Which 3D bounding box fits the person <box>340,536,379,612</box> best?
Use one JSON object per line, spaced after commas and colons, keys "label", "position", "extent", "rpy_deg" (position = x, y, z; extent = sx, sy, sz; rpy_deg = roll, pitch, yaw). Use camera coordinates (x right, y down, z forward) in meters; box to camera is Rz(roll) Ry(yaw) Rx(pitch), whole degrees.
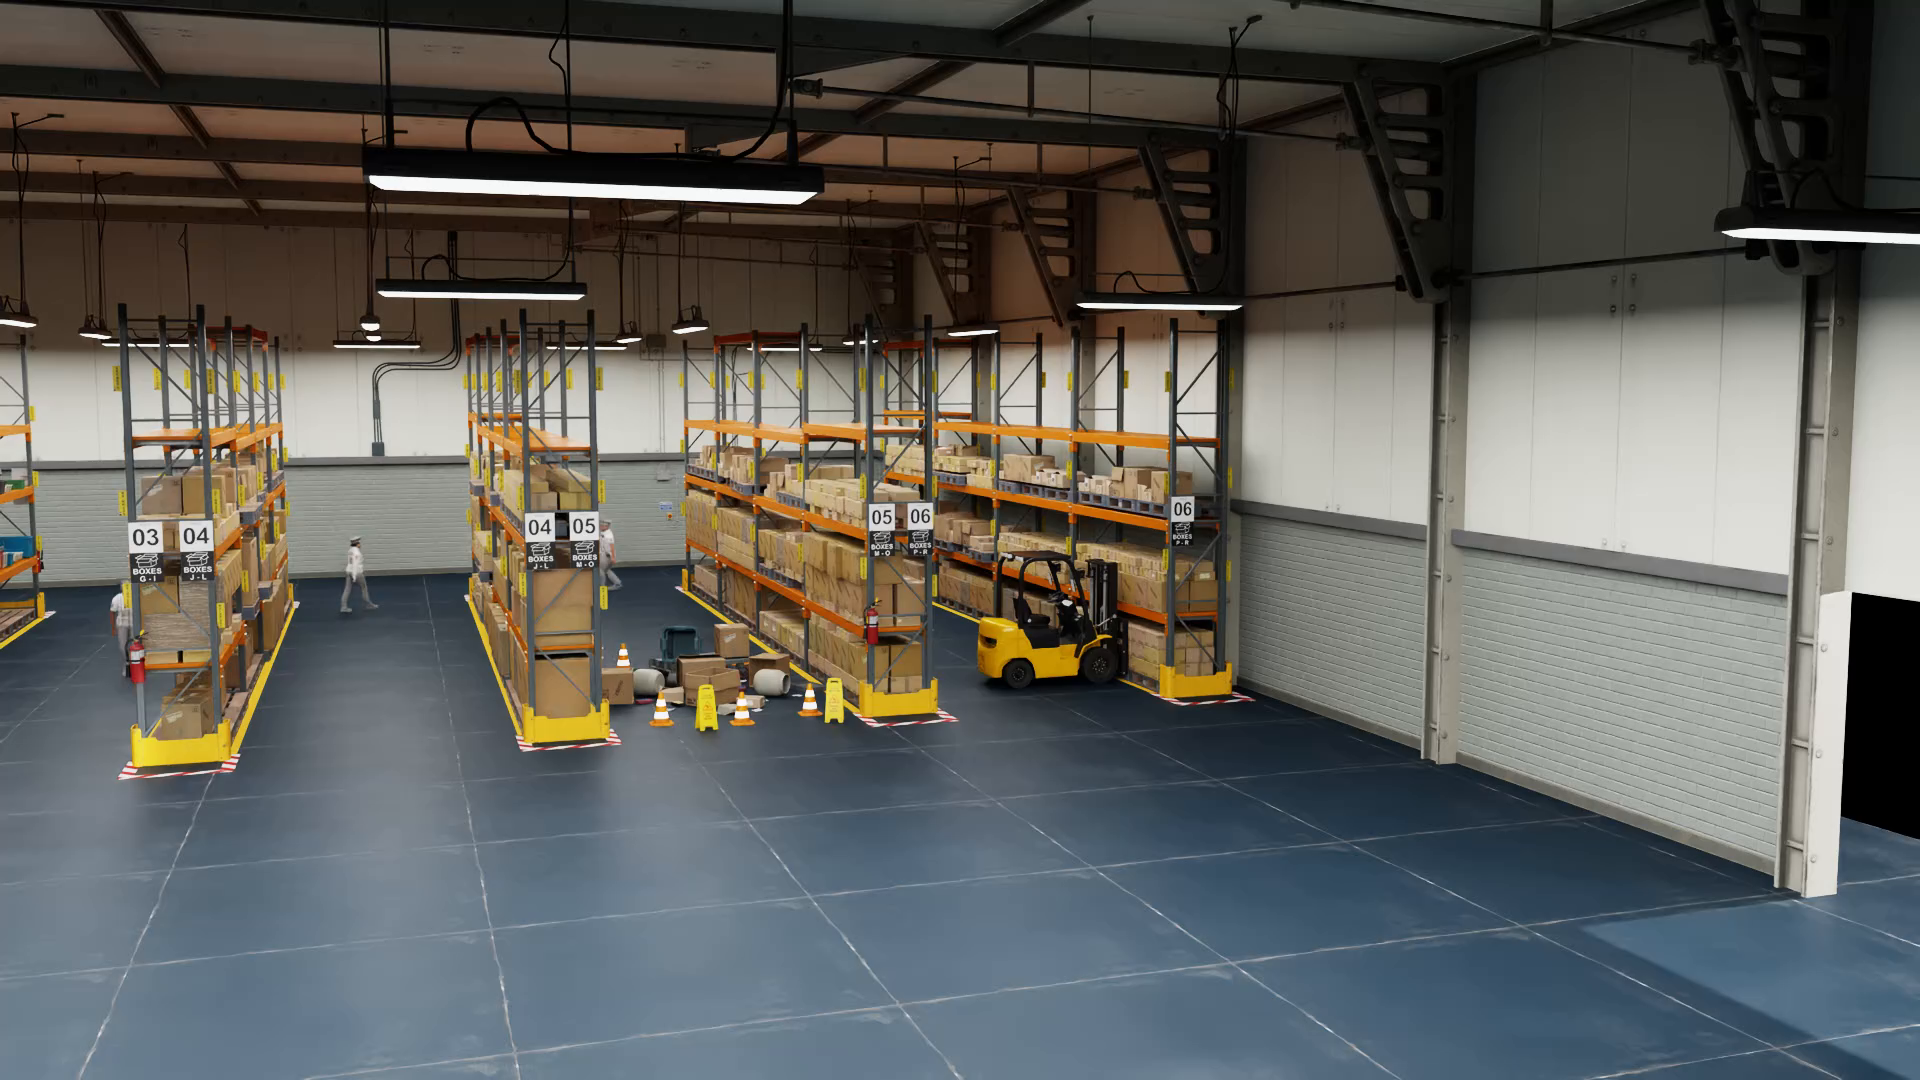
{"label": "person", "position": [-13.209, 0.723, 36.333], "extent": [0.451, 1.617, 0.953], "rpy_deg": [2, 6, 24]}

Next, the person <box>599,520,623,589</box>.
{"label": "person", "position": [-8.439, 0.384, 39.750], "extent": [0.760, 1.755, 0.606], "rpy_deg": [-2, 6, -24]}

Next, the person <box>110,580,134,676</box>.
{"label": "person", "position": [-14.308, 1.482, 28.596], "extent": [0.540, 1.656, 0.554], "rpy_deg": [-3, 6, -28]}
